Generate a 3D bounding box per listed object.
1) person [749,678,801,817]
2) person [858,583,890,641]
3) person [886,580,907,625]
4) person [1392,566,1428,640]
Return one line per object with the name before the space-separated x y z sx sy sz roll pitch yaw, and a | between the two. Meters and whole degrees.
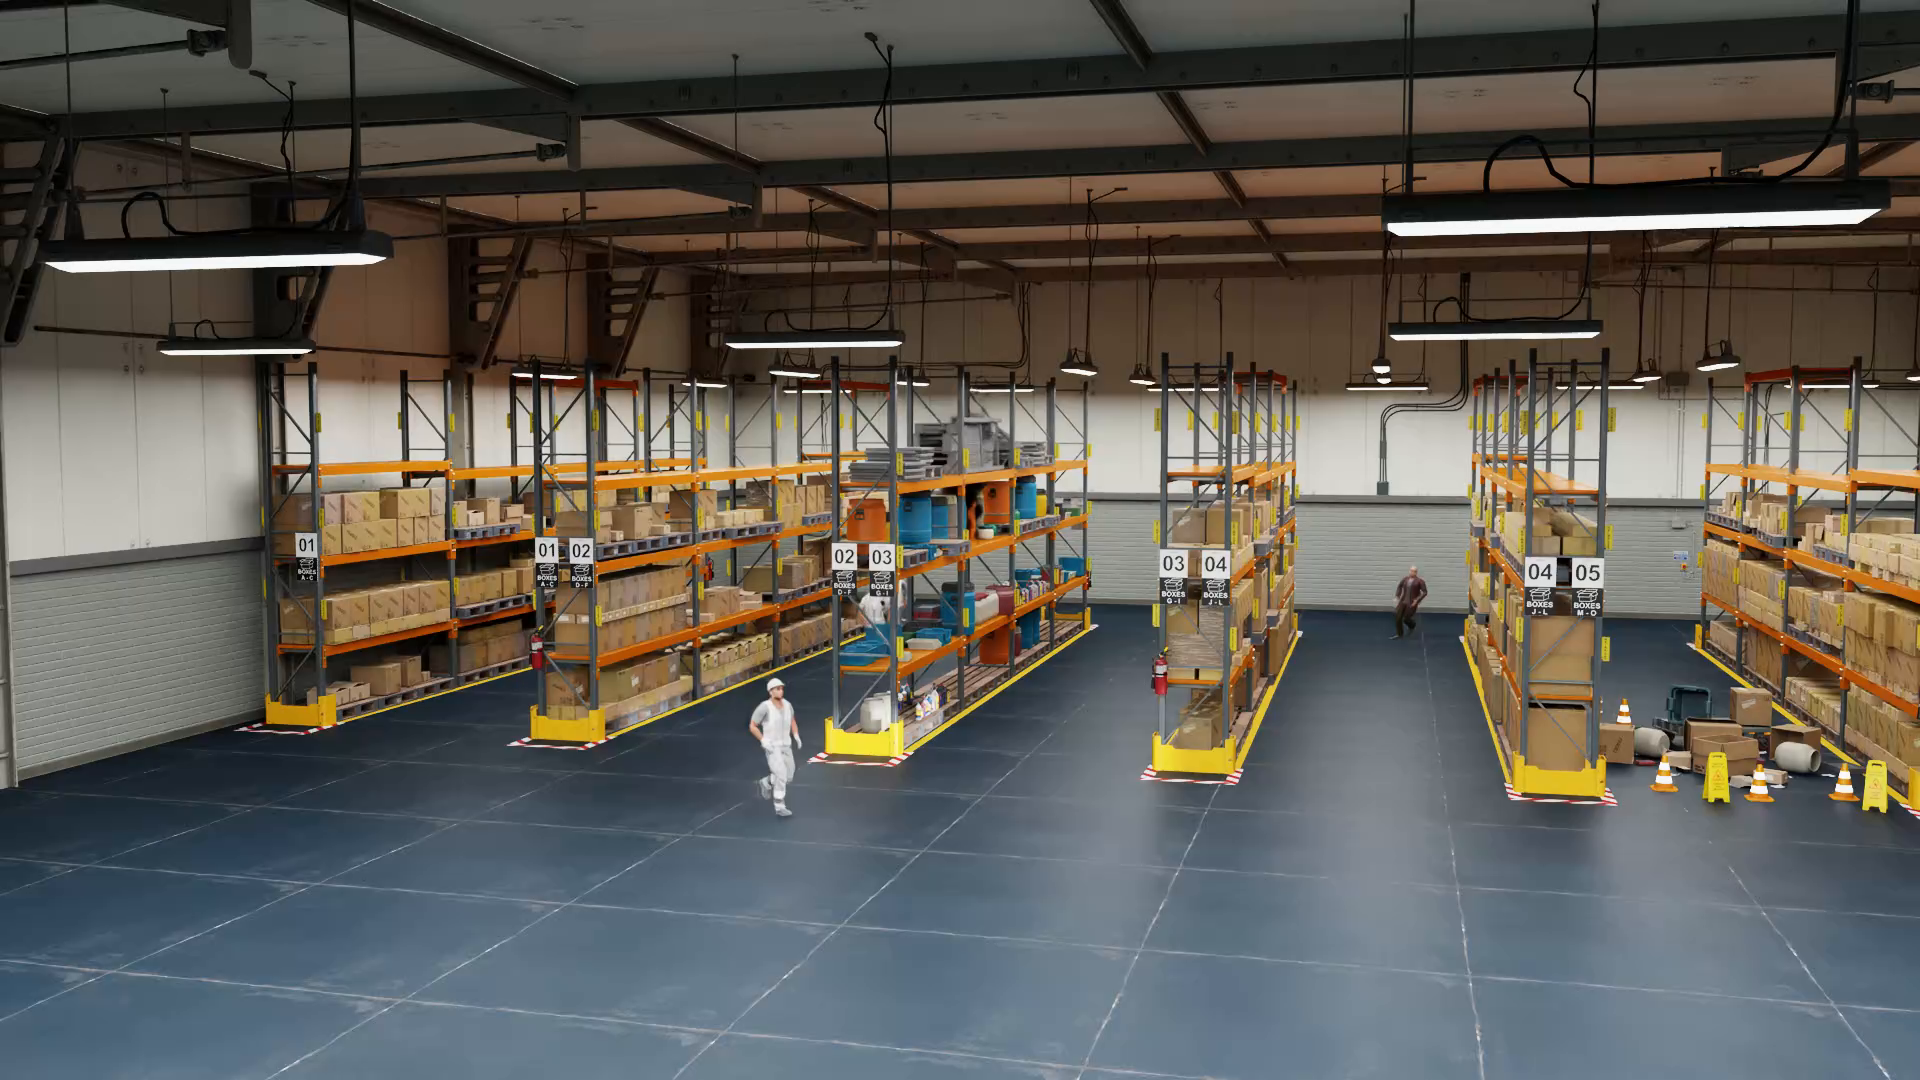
person | -2.385 2.631 21.273 0.724 1.747 0.698 4 6 45
person | -1.604 1.645 31.416 0.660 1.779 0.662 0 4 3
person | -1.416 1.442 35.322 0.640 1.811 0.662 1 4 10
person | 10.412 1.455 38.380 0.754 1.712 0.668 4 5 43
